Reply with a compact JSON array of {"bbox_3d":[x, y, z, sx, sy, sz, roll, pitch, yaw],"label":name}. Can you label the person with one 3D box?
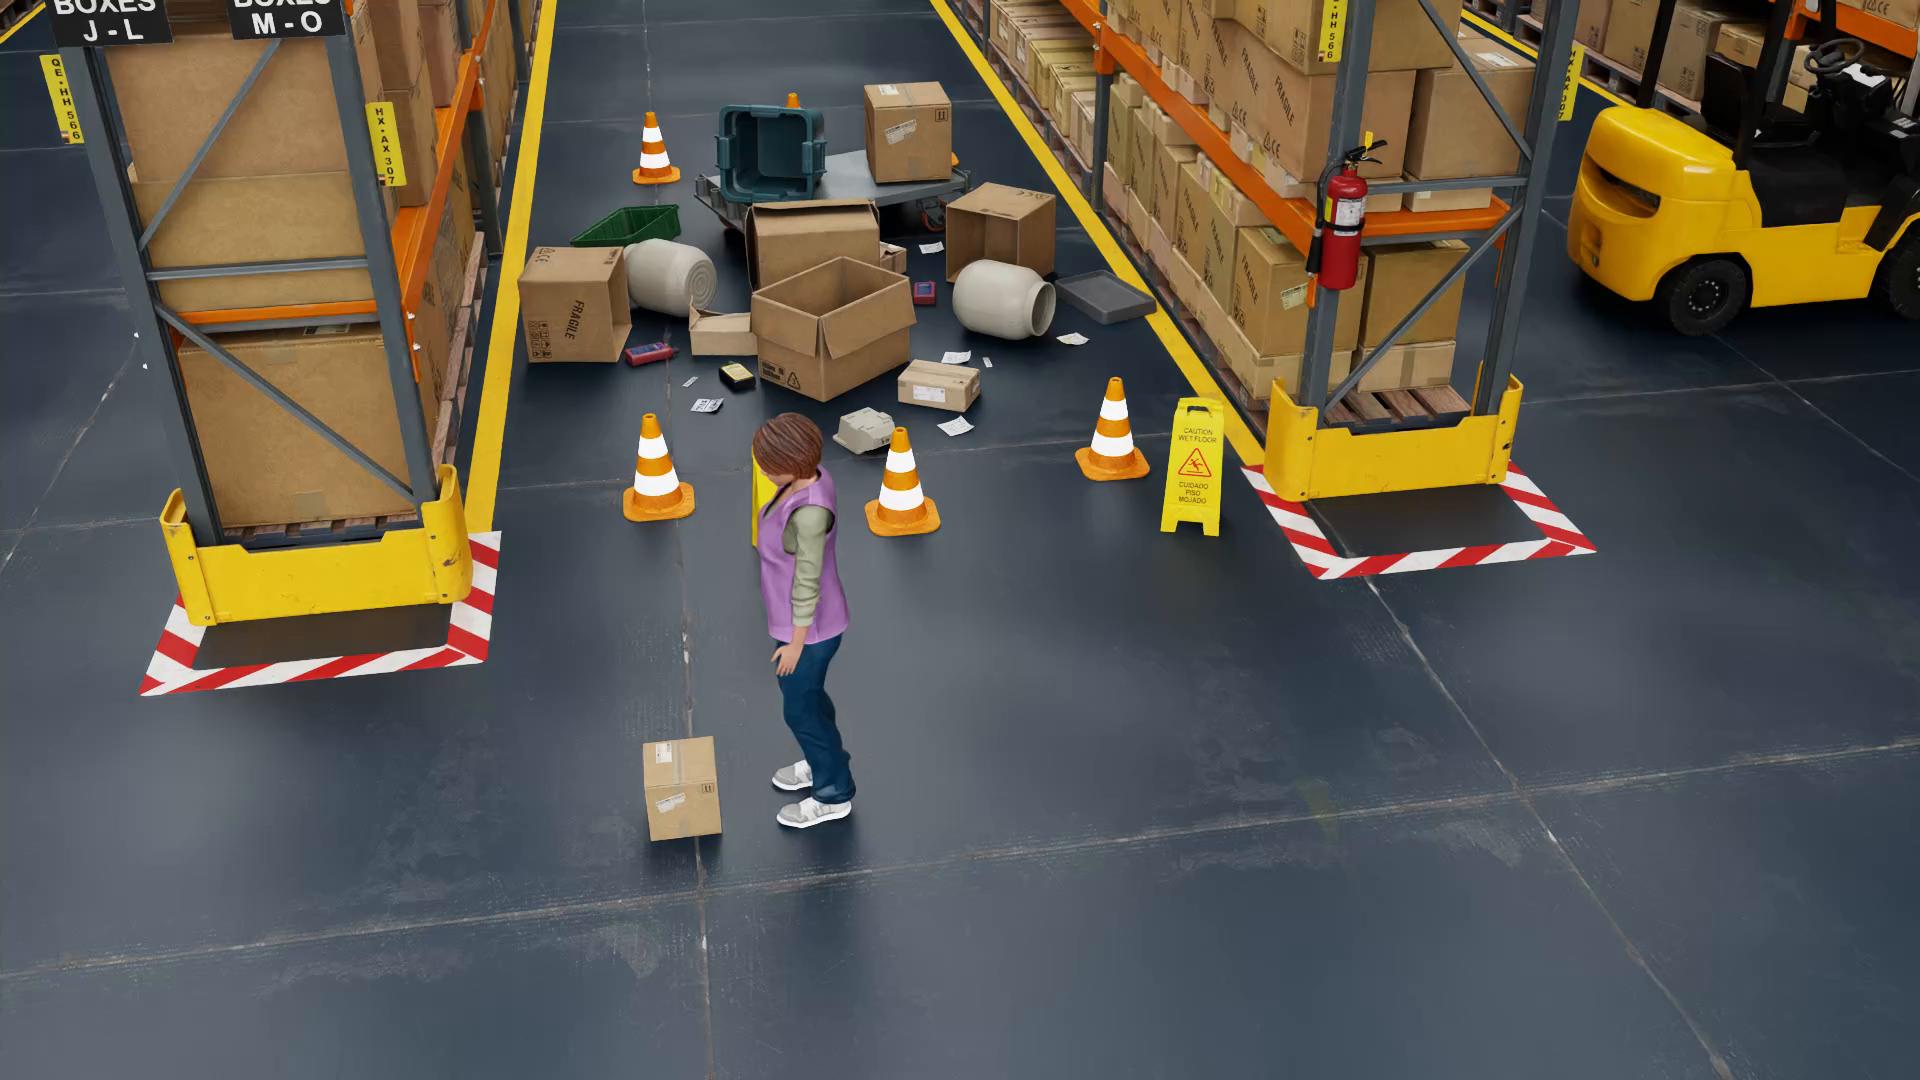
[{"bbox_3d":[-0.526,0.287,5.676,0.301,1.593,0.408,-5,31,-8],"label":"person"}]
